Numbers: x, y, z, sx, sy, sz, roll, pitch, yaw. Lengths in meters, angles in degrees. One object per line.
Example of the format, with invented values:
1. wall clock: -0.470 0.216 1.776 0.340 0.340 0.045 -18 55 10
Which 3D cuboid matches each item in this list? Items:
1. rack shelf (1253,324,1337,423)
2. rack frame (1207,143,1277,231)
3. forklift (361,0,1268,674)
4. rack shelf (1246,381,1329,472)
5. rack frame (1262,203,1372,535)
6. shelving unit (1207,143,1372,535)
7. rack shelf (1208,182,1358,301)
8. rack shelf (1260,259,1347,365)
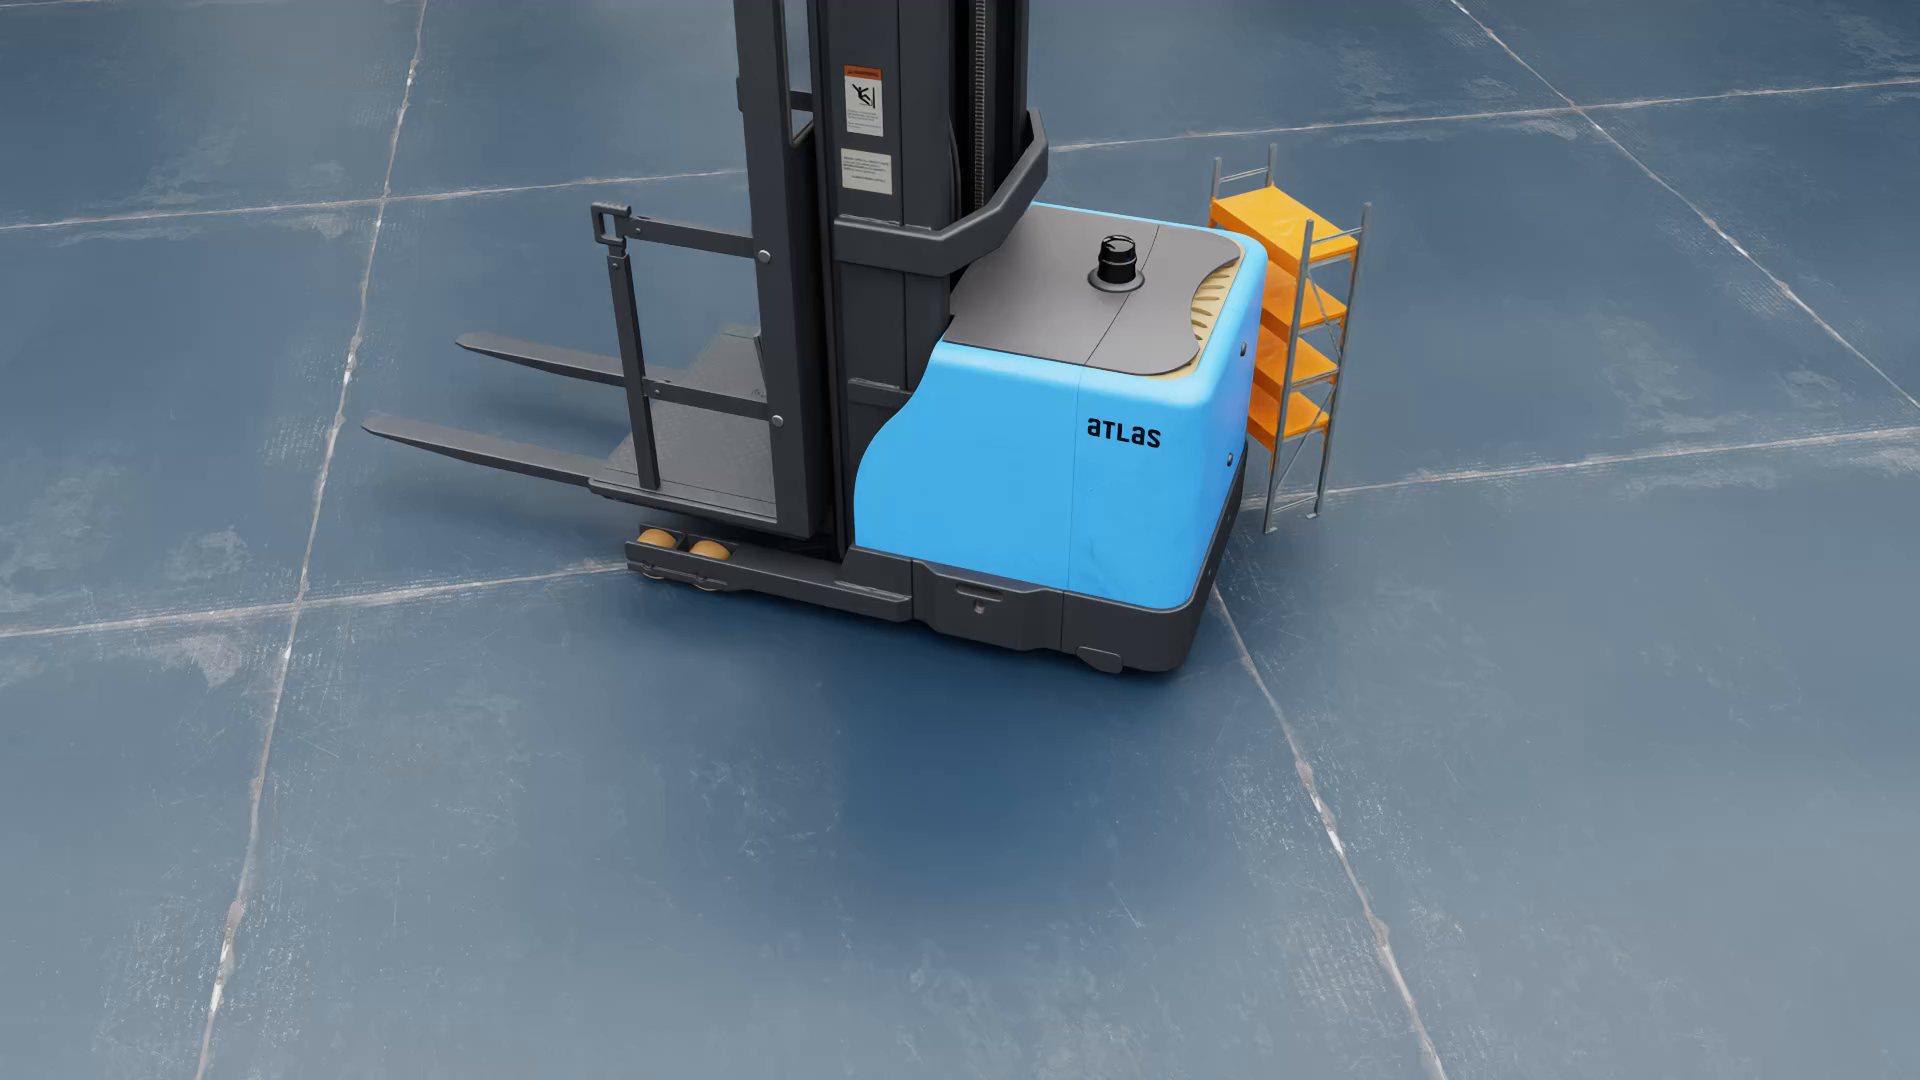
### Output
1. rack shelf: 1.047 -0.609 5.666 0.258 0.148 0.480 -18 41 -22
2. rack frame: 0.933 -0.795 5.795 0.240 1.200 0.015 -18 41 -22
3. forklift: -0.592 -1.281 5.010 3.031 2.935 1.130 12 39 15
4. rack shelf: 1.047 -0.453 5.788 0.258 0.148 0.480 -18 41 -22
5. rack frame: 1.161 -0.530 5.454 0.240 1.200 0.015 -18 41 -22
6. shelving unit: 1.047 -0.662 5.625 0.258 1.200 0.503 -18 41 -22
7. rack shelf: 1.047 -0.973 5.383 0.258 0.148 0.480 -18 41 -22
8. rack shelf: 1.047 -0.786 5.529 0.258 0.148 0.480 -18 41 -22
